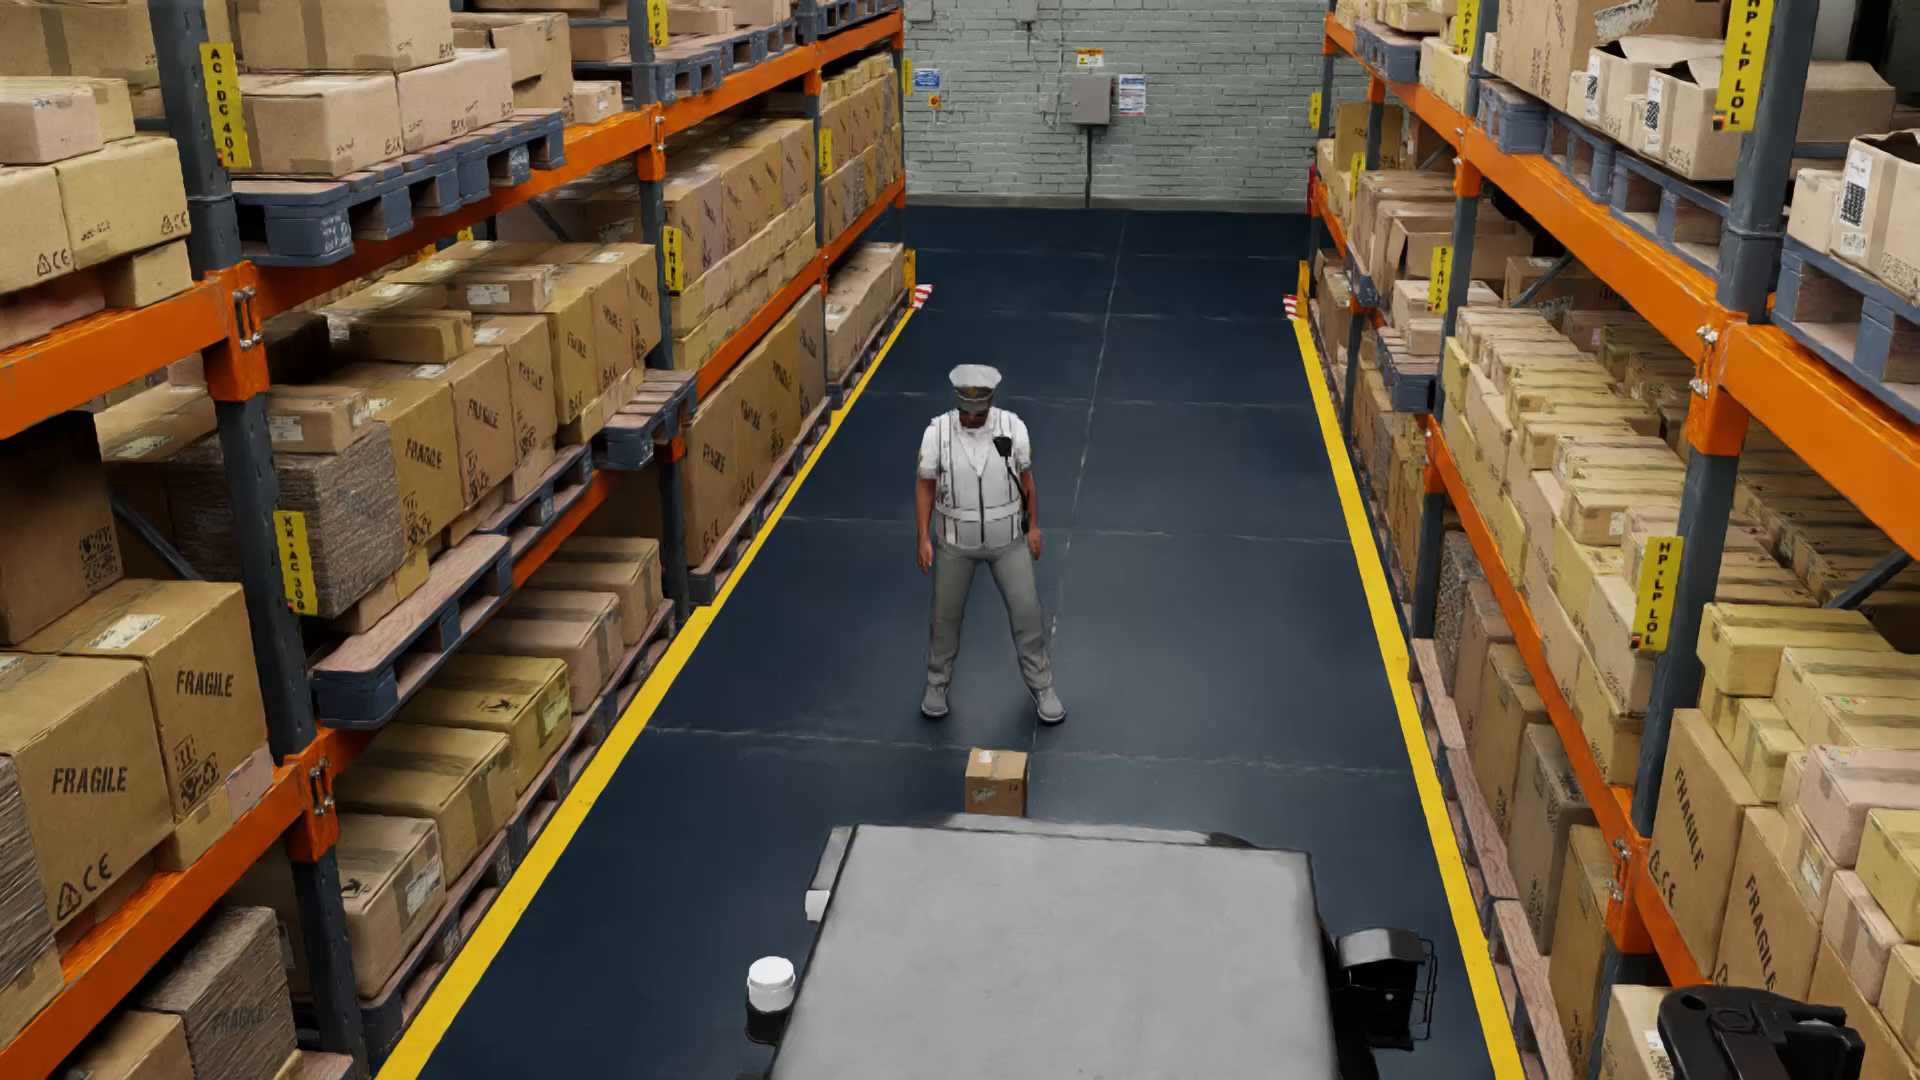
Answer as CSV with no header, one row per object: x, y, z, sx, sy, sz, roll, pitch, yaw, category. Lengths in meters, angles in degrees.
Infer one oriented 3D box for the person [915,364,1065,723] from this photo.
0.147,0.013,8.003,0.714,1.740,0.495,-2,21,-4,person
